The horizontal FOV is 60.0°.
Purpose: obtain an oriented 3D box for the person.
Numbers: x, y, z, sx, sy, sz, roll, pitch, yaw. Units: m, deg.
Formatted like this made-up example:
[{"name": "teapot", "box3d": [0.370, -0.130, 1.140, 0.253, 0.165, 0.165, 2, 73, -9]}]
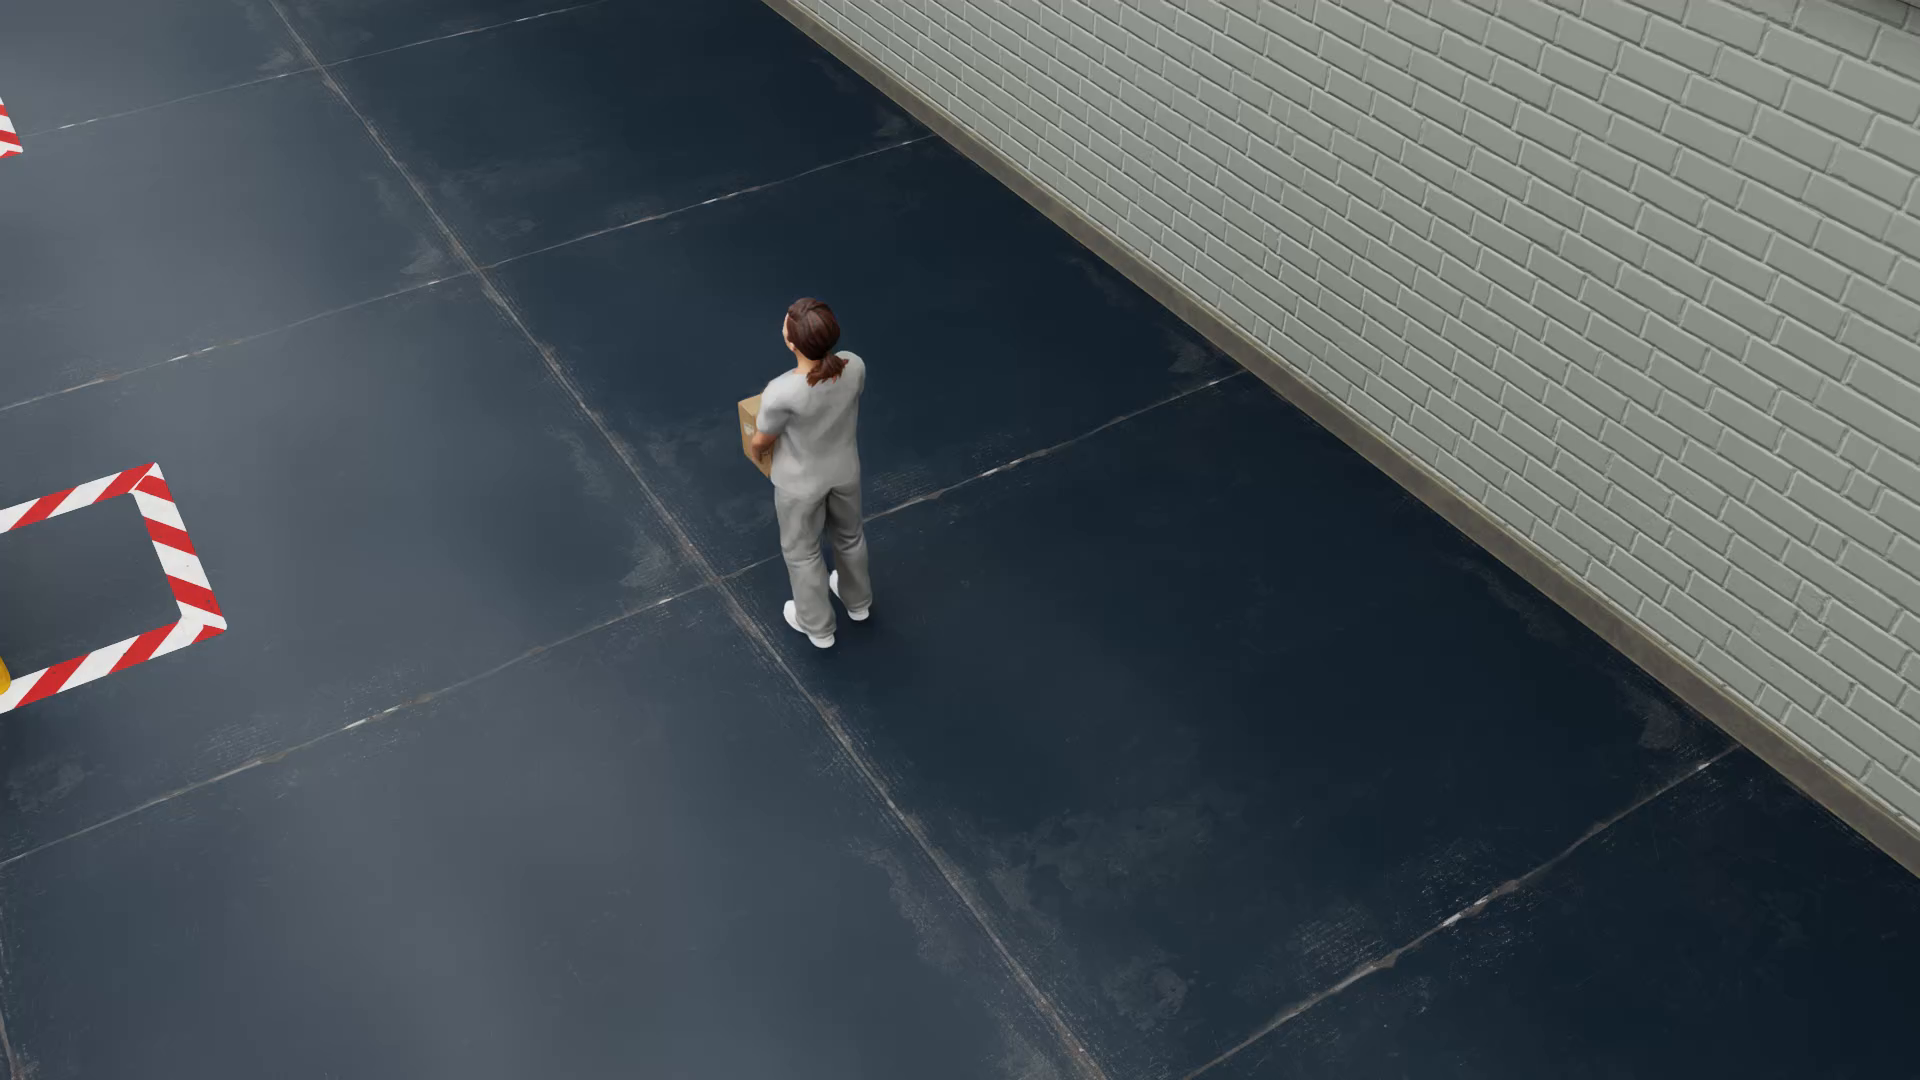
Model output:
[{"name": "person", "box3d": [-0.573, -0.264, 6.461, 0.480, 1.677, 0.497, -24, 46, -25]}]
